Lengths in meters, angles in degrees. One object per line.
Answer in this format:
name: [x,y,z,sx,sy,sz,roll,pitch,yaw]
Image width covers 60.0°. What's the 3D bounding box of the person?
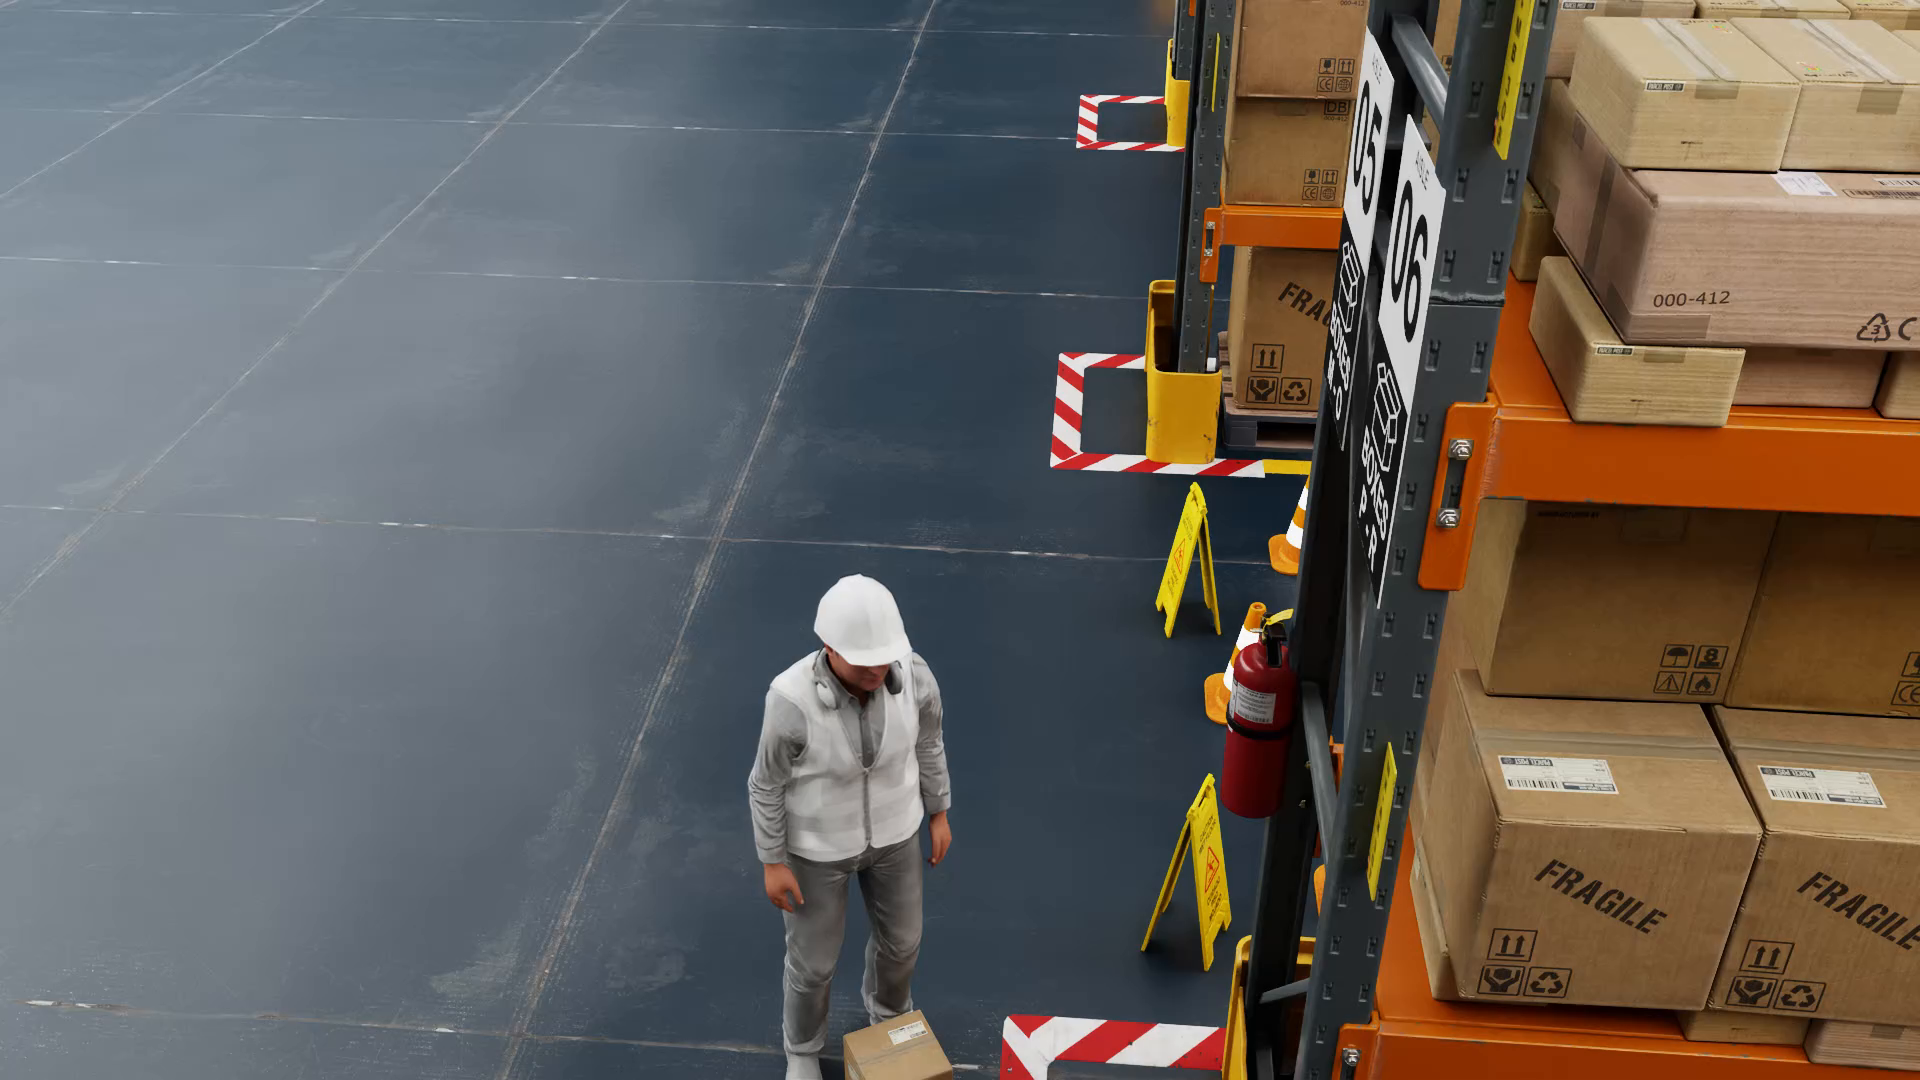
person: [-0.301,0.842,4.751,0.592,1.770,0.458,-14,34,-21]
